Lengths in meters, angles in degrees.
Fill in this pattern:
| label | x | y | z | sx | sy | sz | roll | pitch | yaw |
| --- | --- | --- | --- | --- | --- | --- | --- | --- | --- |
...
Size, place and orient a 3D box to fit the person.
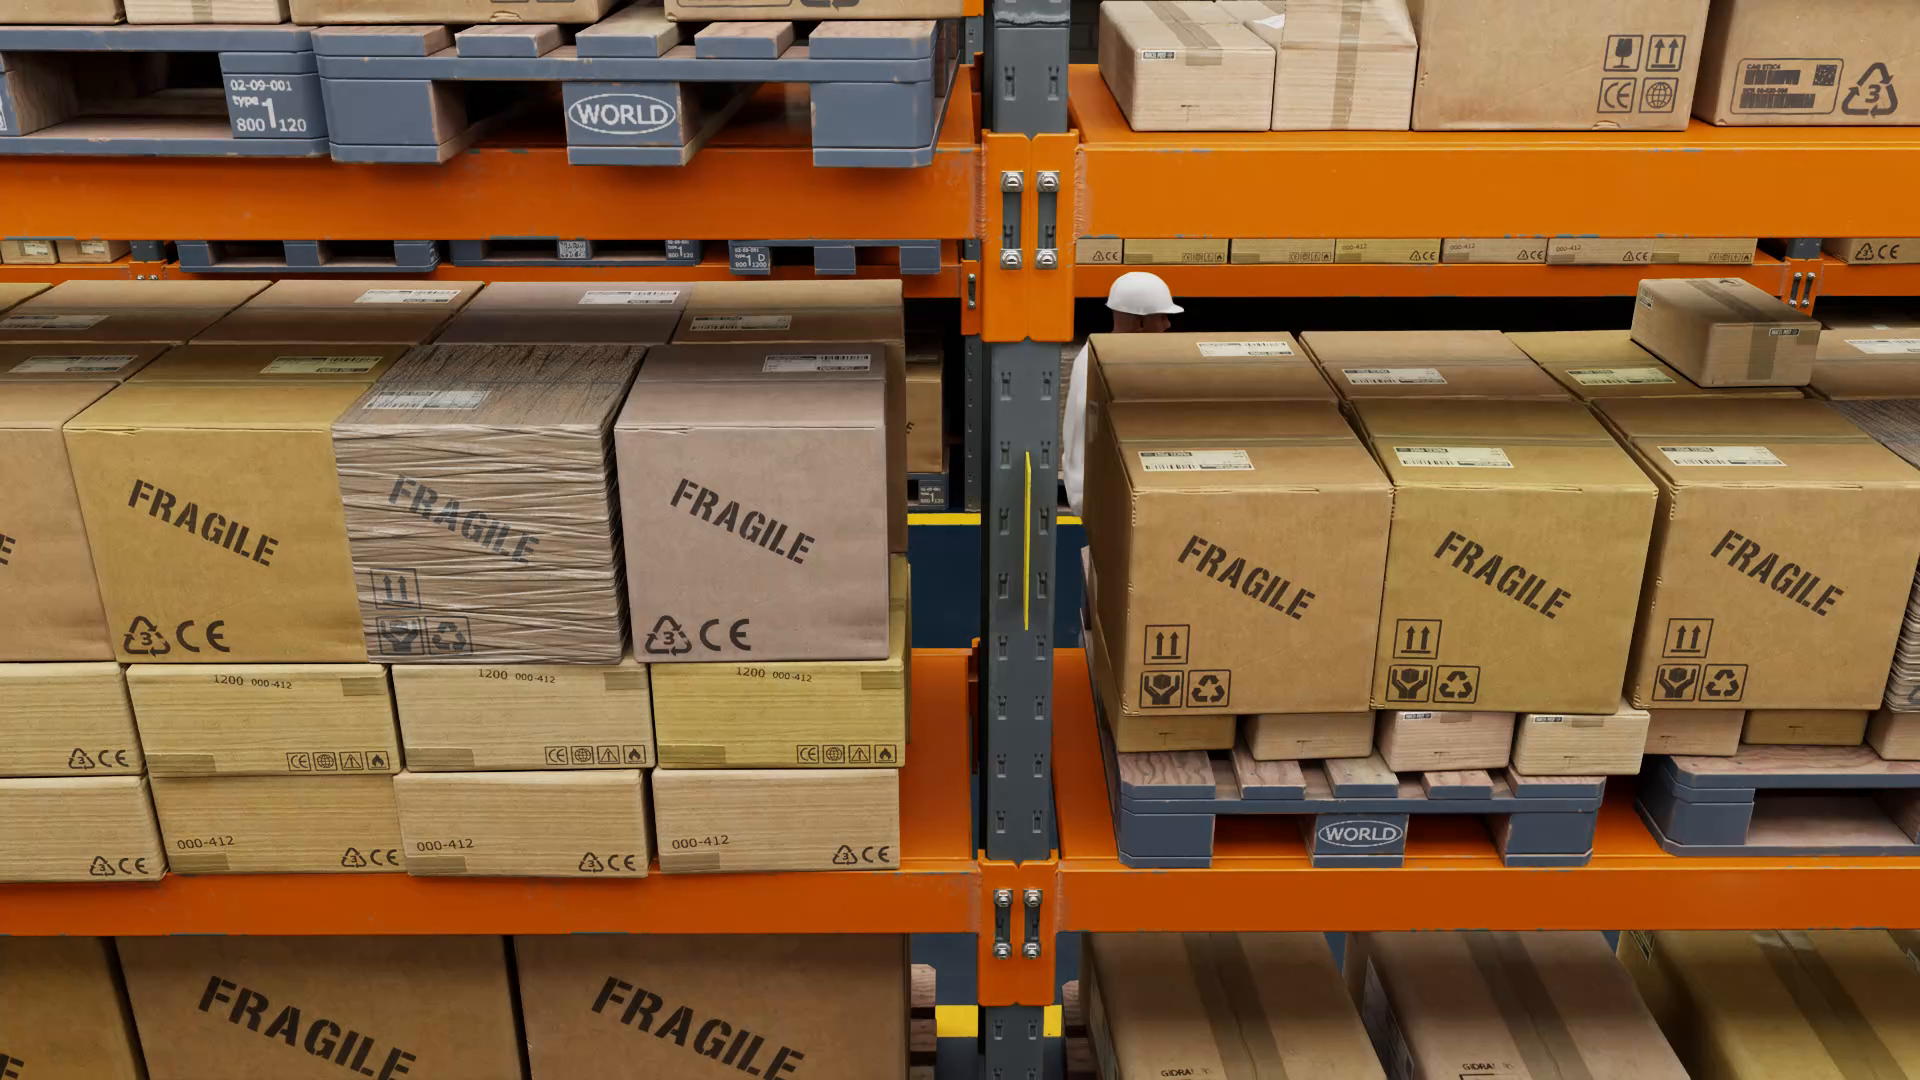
| label | x | y | z | sx | sy | sz | roll | pitch | yaw |
| --- | --- | --- | --- | --- | --- | --- | --- | --- | --- |
| person | 0.615 | -0.169 | 6.460 | 0.439 | 1.760 | 0.598 | -1 | 24 | -2 |
